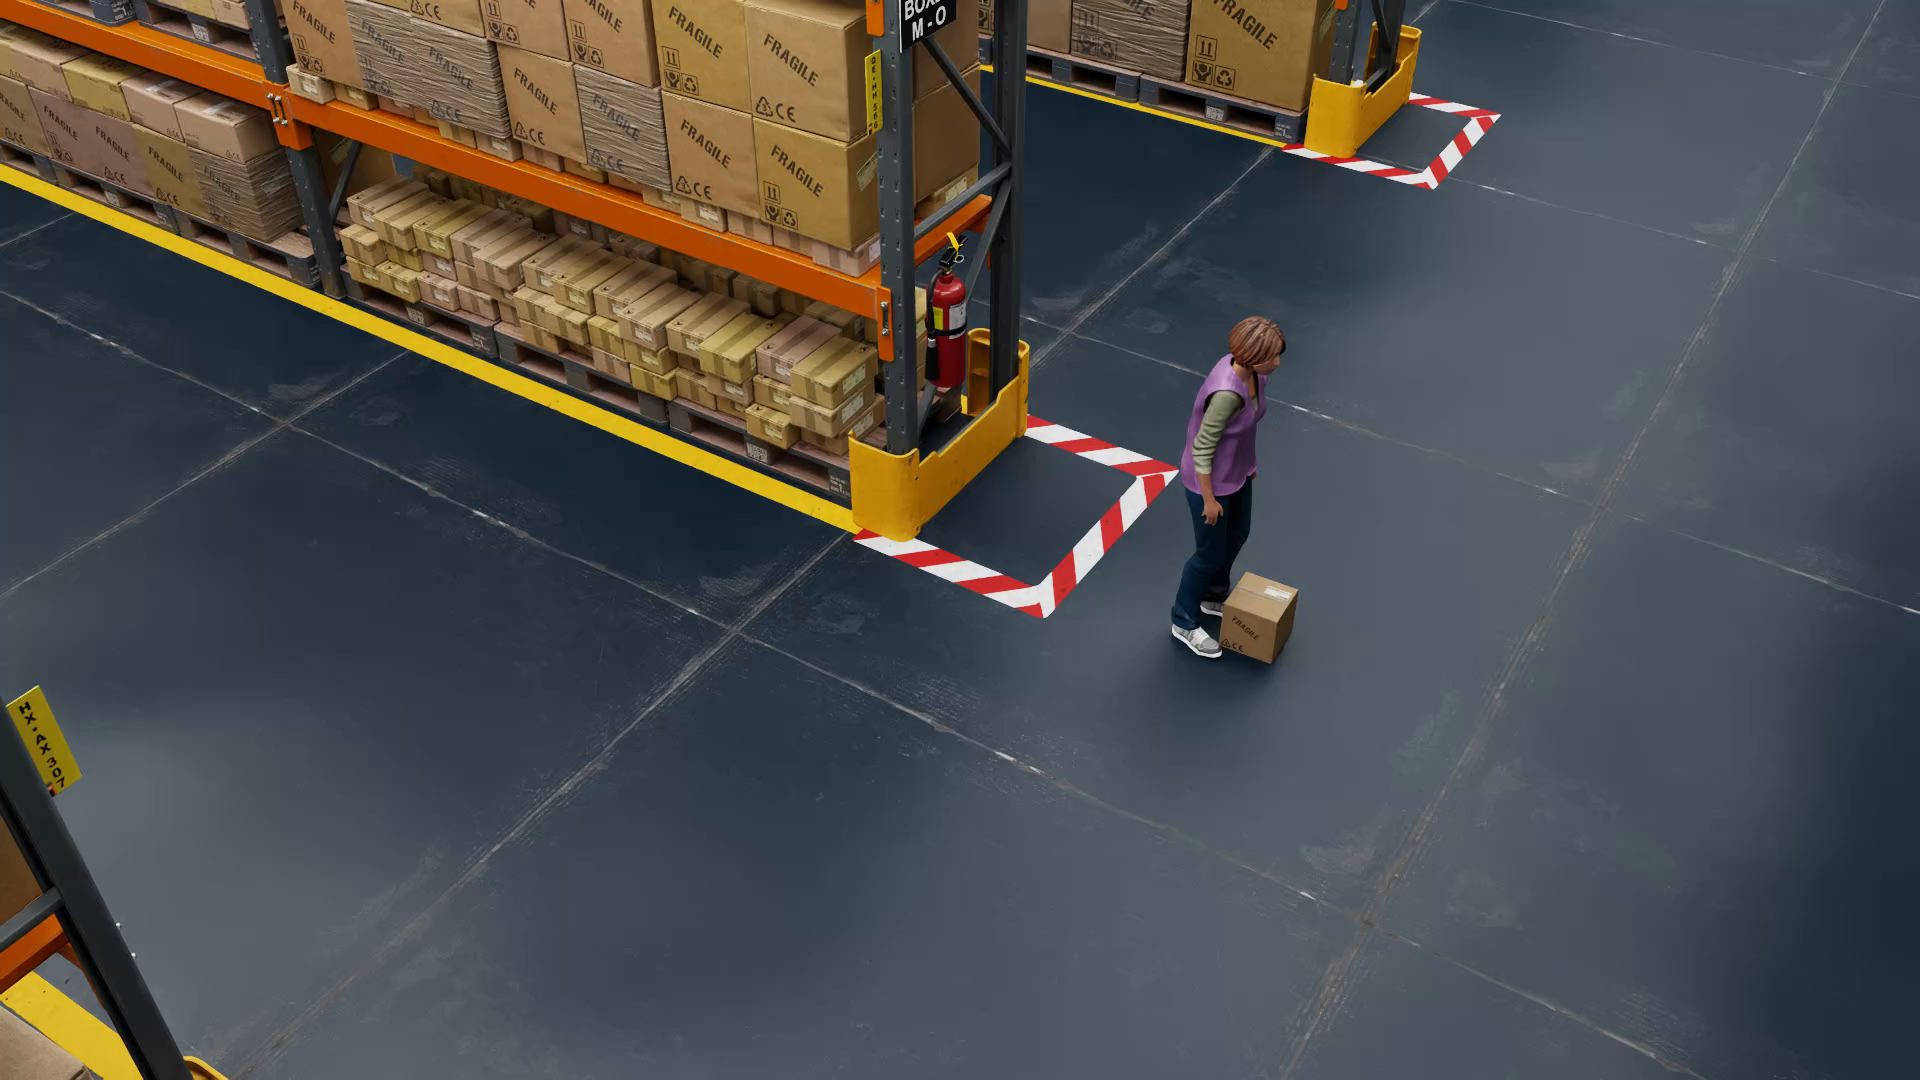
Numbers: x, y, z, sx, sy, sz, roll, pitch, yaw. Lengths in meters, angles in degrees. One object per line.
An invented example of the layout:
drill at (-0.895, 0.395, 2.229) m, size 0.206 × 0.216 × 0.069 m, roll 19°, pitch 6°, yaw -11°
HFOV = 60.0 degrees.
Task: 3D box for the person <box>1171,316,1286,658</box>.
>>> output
person at (1.120, -0.251, 6.997) m, size 0.365 × 1.592 × 0.463 m, roll 22°, pitch 44°, yaw 25°
